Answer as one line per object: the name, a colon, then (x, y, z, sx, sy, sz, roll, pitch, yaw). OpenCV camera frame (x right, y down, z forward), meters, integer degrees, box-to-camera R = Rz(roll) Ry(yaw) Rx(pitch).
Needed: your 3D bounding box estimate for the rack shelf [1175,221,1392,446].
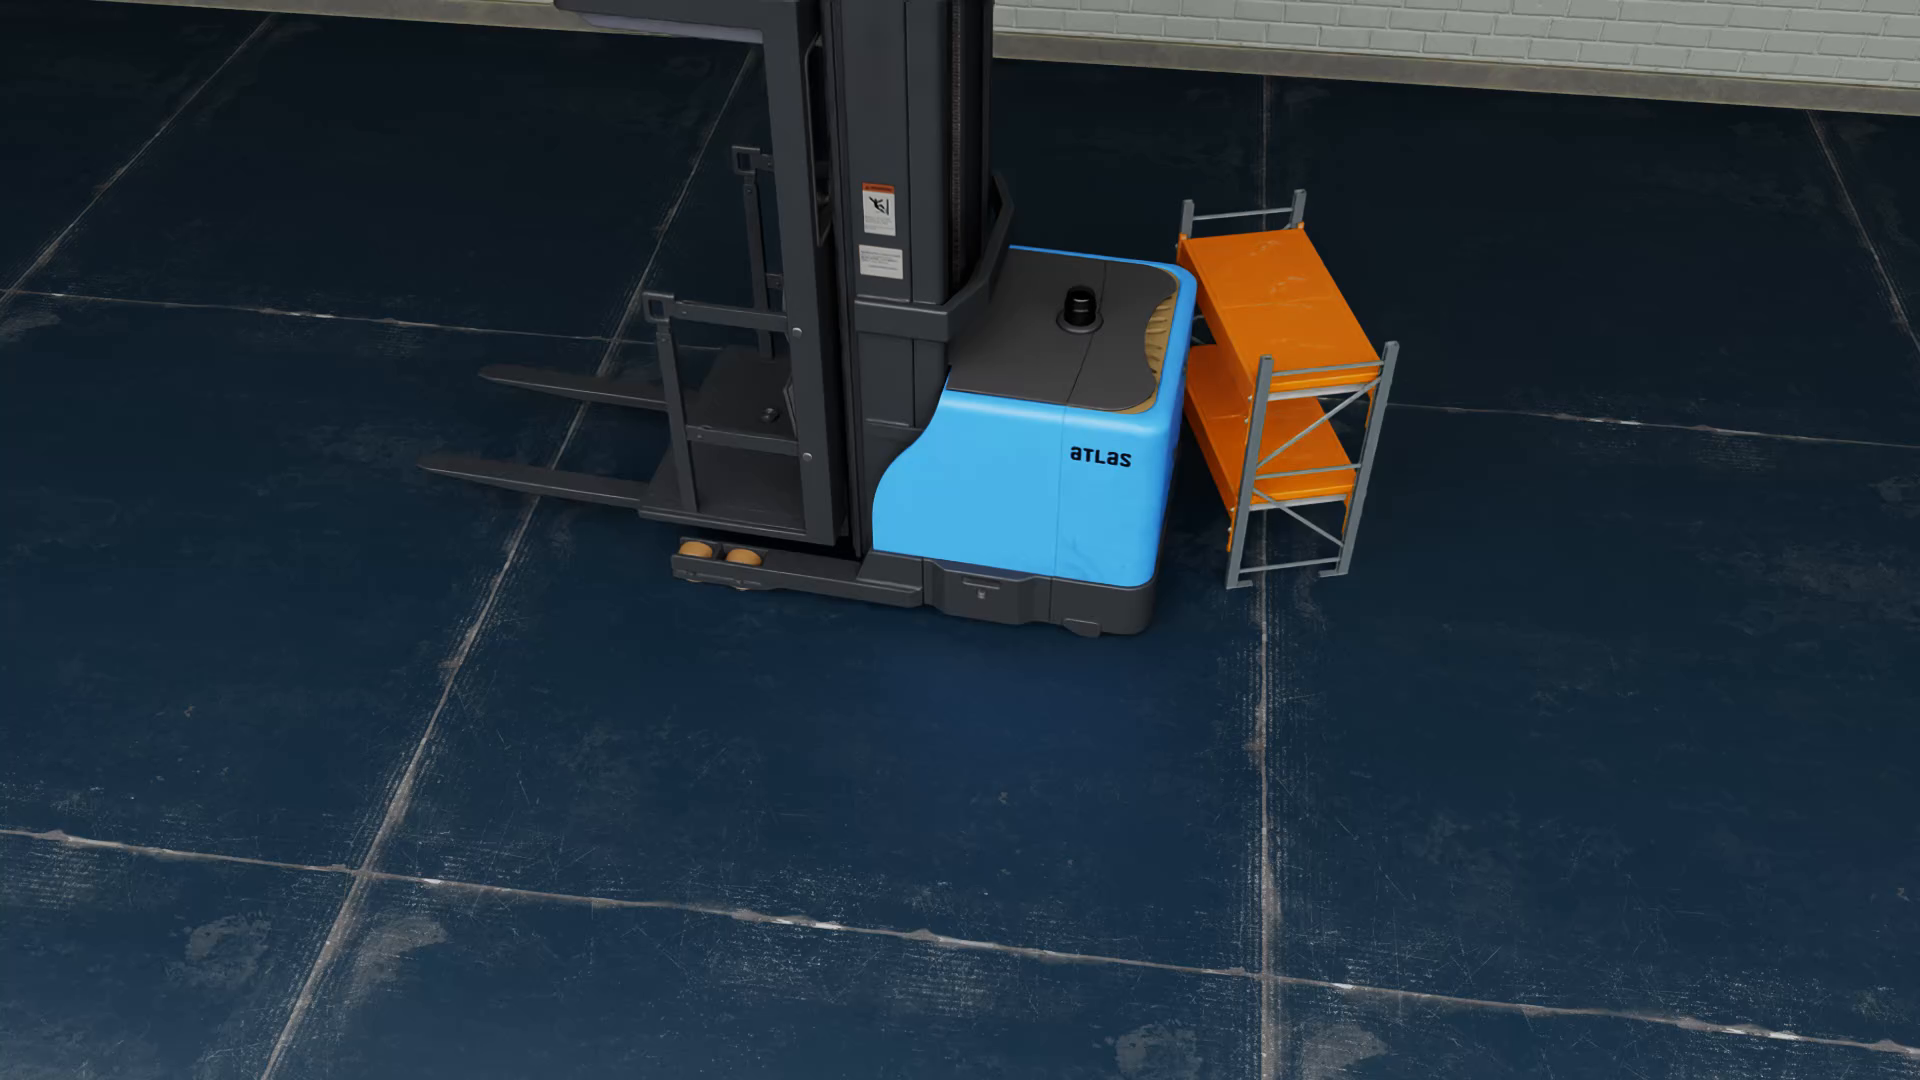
rack shelf: (1.206, -0.810, 6.361, 0.538, 0.278, 1.000, -7, 44, -7)

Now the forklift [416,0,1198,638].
forklift: (-0.661, -1.213, 5.900, 3.031, 2.935, 1.130, 8, 44, 9)

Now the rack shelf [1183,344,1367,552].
rack shelf: (1.205, -0.420, 6.730, 0.538, 0.278, 1.000, -7, 44, -7)

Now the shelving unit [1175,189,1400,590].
shelving unit: (1.205, -0.598, 6.562, 0.538, 1.125, 1.048, -7, 44, -7)

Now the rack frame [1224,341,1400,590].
rack frame: (1.293, -0.253, 6.198, 0.500, 1.125, 0.032, -7, 44, -7)

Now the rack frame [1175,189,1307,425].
rack frame: (1.118, -0.942, 6.926, 0.500, 1.125, 0.032, -7, 44, -7)
